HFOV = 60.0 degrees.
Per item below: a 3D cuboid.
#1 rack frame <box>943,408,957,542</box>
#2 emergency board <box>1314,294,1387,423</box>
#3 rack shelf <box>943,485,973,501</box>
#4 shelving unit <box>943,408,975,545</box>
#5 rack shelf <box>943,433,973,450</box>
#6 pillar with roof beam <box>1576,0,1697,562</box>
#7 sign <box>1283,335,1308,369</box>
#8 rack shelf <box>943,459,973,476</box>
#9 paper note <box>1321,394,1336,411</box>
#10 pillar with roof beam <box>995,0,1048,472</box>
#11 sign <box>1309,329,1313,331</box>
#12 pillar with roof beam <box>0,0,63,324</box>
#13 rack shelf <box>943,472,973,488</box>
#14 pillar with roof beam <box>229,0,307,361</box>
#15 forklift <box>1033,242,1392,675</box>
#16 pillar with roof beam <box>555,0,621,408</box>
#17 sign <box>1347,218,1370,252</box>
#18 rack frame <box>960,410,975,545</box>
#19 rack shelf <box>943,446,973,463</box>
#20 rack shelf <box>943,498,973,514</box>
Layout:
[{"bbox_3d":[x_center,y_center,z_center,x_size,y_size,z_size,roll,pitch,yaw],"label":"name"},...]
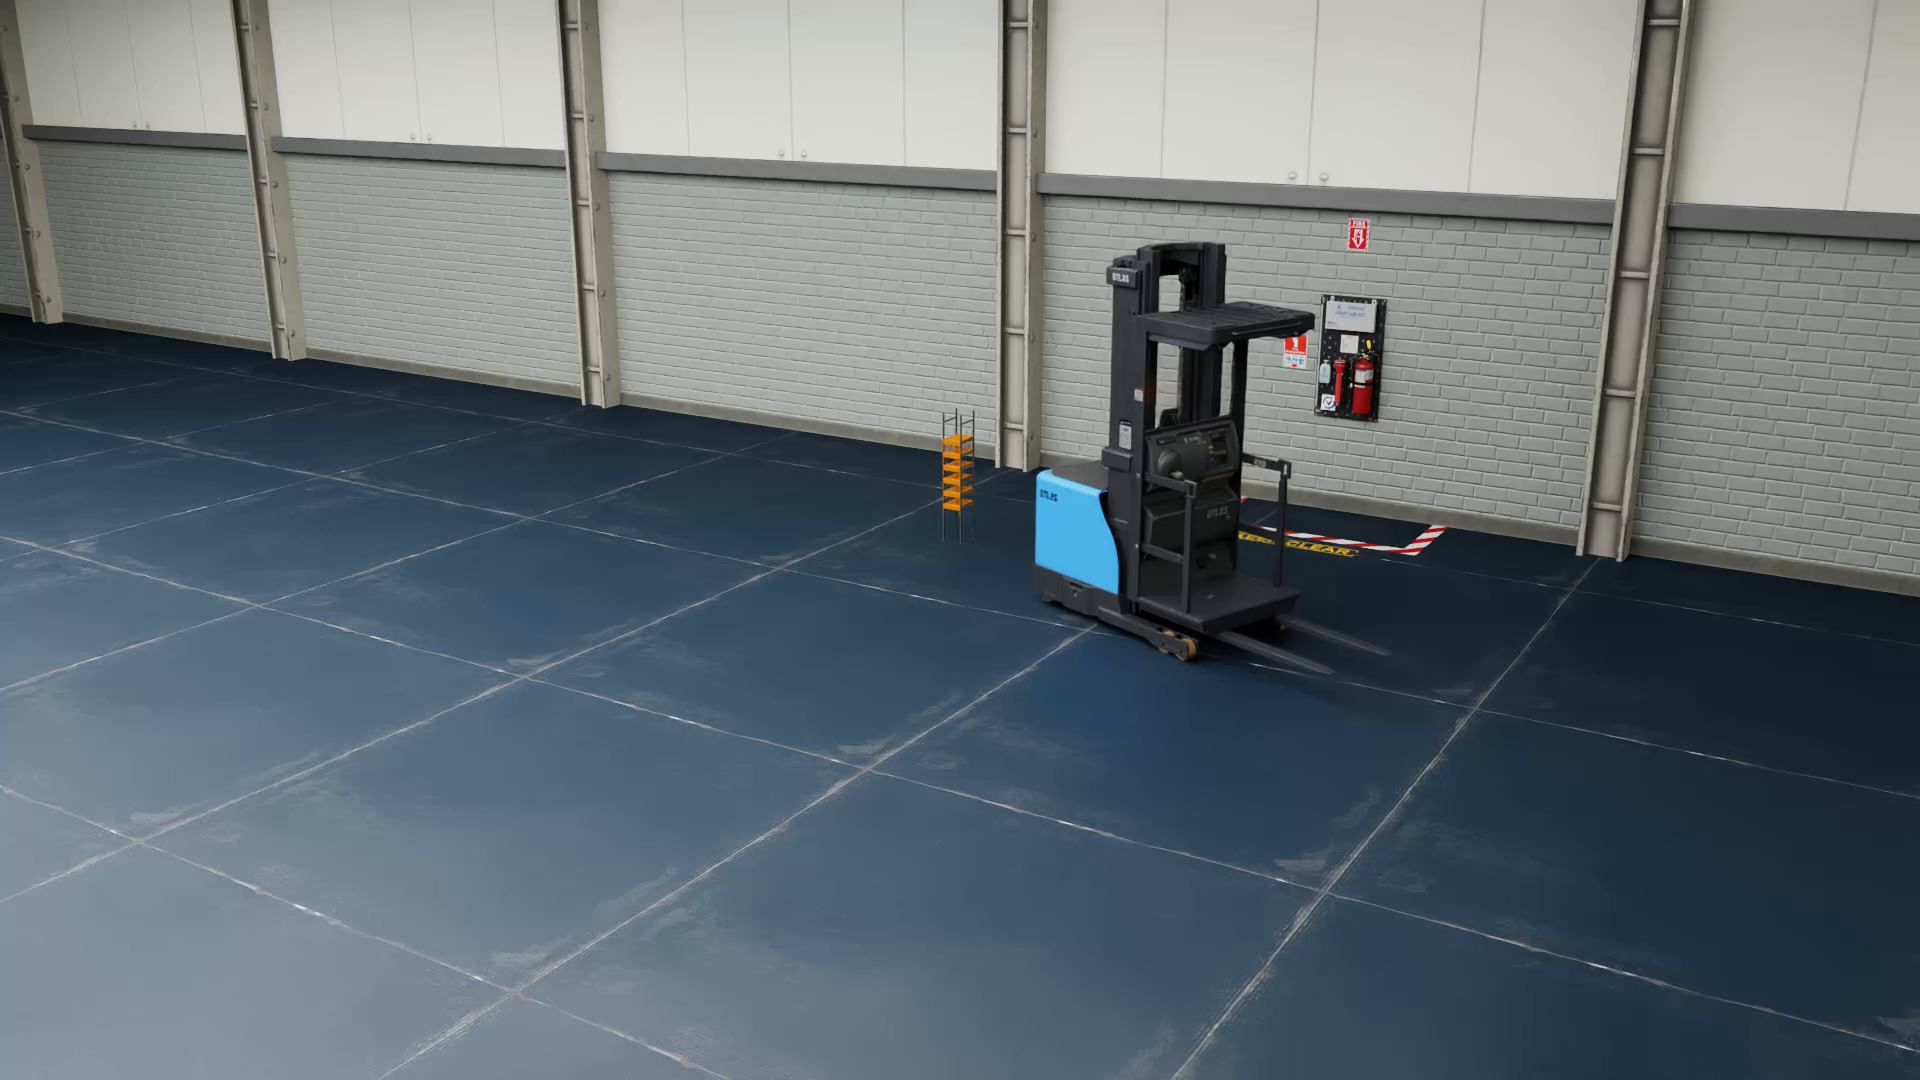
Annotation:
[{"bbox_3d":[-0.090,-0.590,15.129,0.006,1.200,0.240,10,20,30],"label":"rack frame"},{"bbox_3d":[3.650,-1.696,15.674,0.643,1.169,0.194,10,20,30],"label":"emergency board"},{"bbox_3d":[-0.012,-0.419,15.131,0.180,0.103,0.258,10,20,30],"label":"rack shelf"},{"bbox_3d":[-0.012,-0.576,15.083,0.189,1.200,0.258,10,20,30],"label":"shelving unit"},{"bbox_3d":[-0.012,-0.878,14.991,0.180,0.103,0.258,10,20,30],"label":"rack shelf"},{"bbox_3d":[3.483,-3.115,10.023,0.400,9.000,9.100,10,20,30],"label":"pillar with roof beam"},{"bbox_3d":[3.233,-1.823,16.030,0.234,0.329,0.001,10,20,30],"label":"sign"},{"bbox_3d":[-0.012,-0.649,15.061,0.180,0.103,0.258,10,20,30],"label":"rack shelf"},{"bbox_3d":[3.535,-1.319,15.947,0.142,0.148,0.016,10,20,30],"label":"paper note"},{"bbox_3d":[-1.630,-4.028,13.028,0.400,9.000,9.100,10,20,30],"label":"pillar with roof beam"},{"bbox_3d":[3.232,-2.074,15.943,0.331,0.109,0.001,10,20,30],"label":"sign"},{"bbox_3d":[-16.968,-6.766,22.041,0.400,9.000,9.100,10,20,30],"label":"pillar with roof beam"},{"bbox_3d":[-0.012,-0.534,15.096,0.180,0.103,0.258,10,20,30],"label":"rack shelf"},{"bbox_3d":[-11.856,-5.853,19.037,0.400,9.000,9.100,10,20,30],"label":"pillar with roof beam"},{"bbox_3d":[1.893,-0.672,12.419,1.130,2.935,3.031,-13,21,-36],"label":"forklift"},{"bbox_3d":[-6.743,-4.941,16.032,0.400,9.000,9.100,10,20,30],"label":"pillar with roof beam"},{"bbox_3d":[3.695,-2.832,15.422,0.199,0.298,0.001,10,20,30],"label":"sign"},{"bbox_3d":[0.066,-0.562,15.037,0.006,1.200,0.240,10,20,30],"label":"rack frame"},{"bbox_3d":[-0.012,-0.763,15.026,0.180,0.103,0.258,10,20,30],"label":"rack shelf"},{"bbox_3d":[-0.012,-0.304,15.166,0.180,0.103,0.258,10,20,30],"label":"rack shelf"}]
